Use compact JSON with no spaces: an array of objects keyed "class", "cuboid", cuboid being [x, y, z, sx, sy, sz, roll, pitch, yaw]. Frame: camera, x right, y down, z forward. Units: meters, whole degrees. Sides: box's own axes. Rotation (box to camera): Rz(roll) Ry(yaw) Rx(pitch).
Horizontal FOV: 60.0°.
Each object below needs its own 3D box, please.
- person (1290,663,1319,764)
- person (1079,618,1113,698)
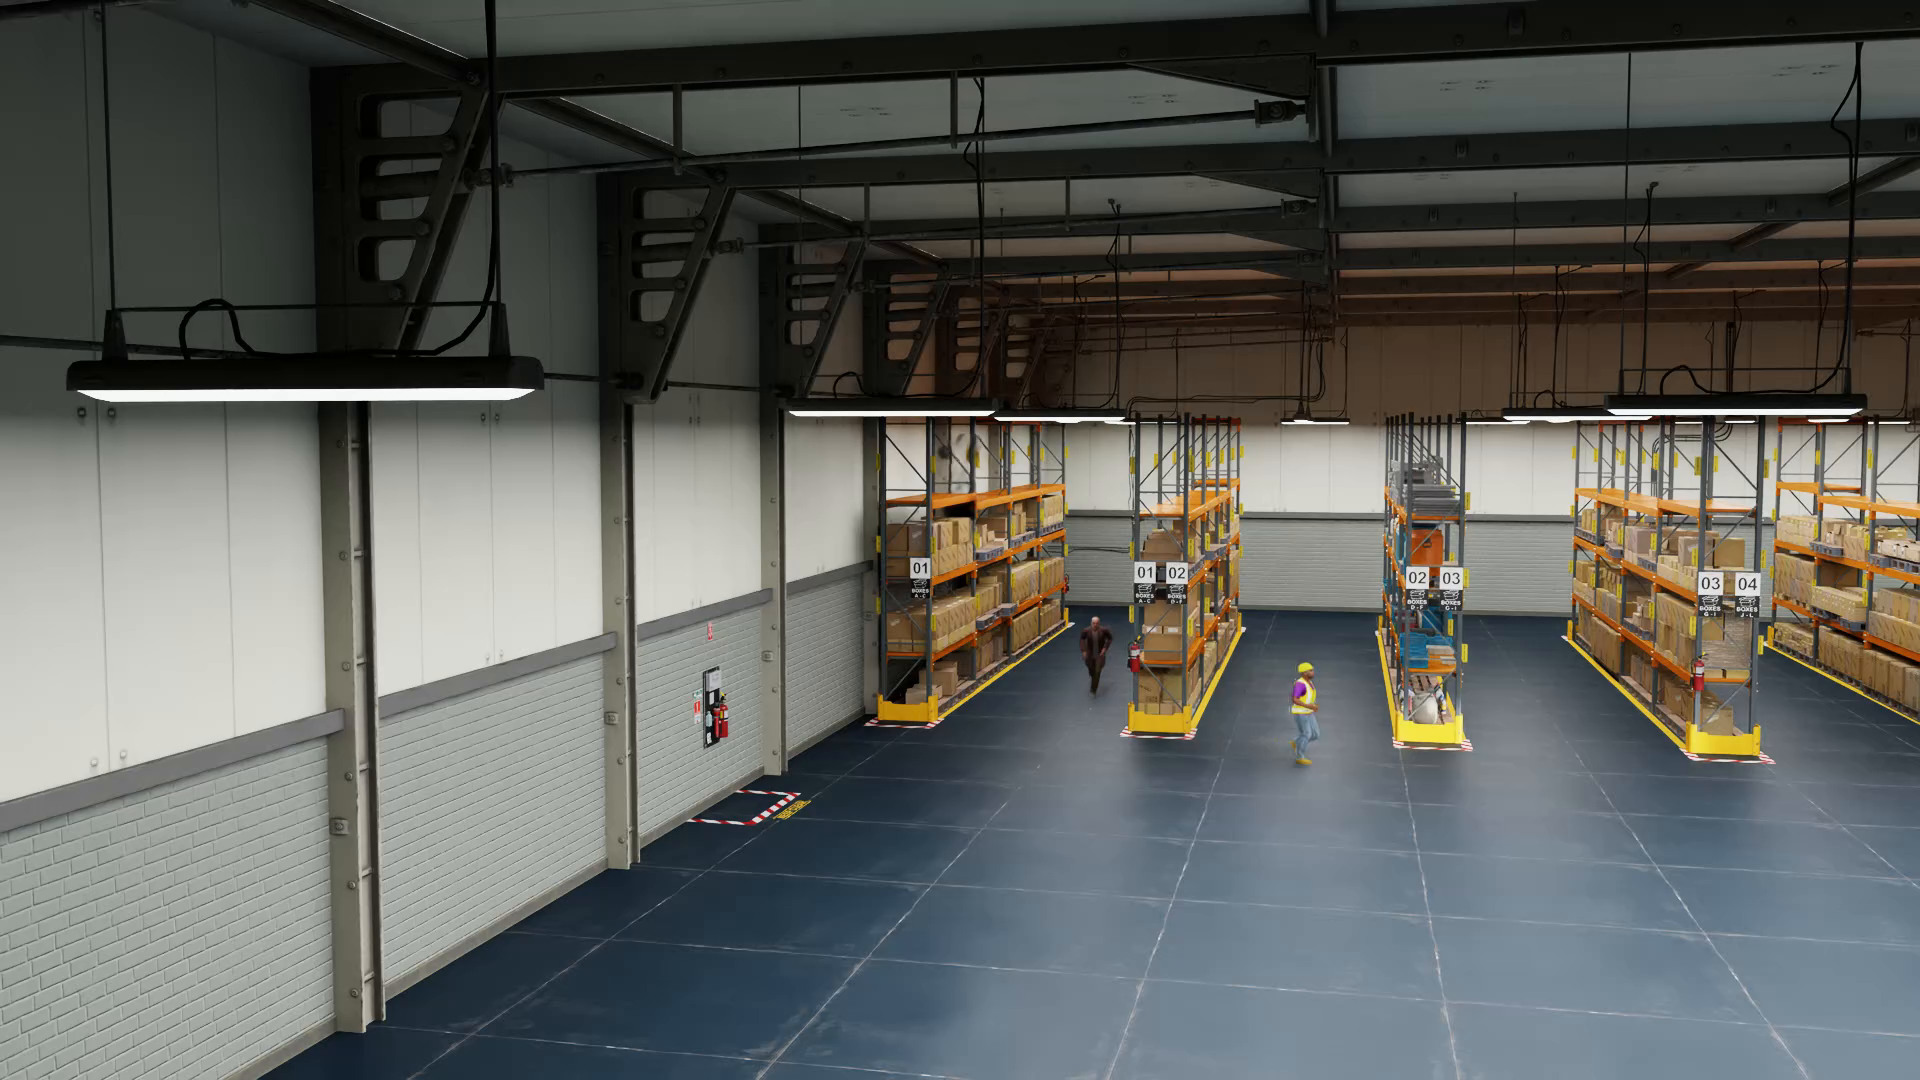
[{"class":"person","cuboid":[5.859,2.948,28.268,0.612,1.733,0.683,2,5,33]},{"class":"person","cuboid":[2.909,2.484,35.598,0.712,1.726,0.881,0,4,4]}]
